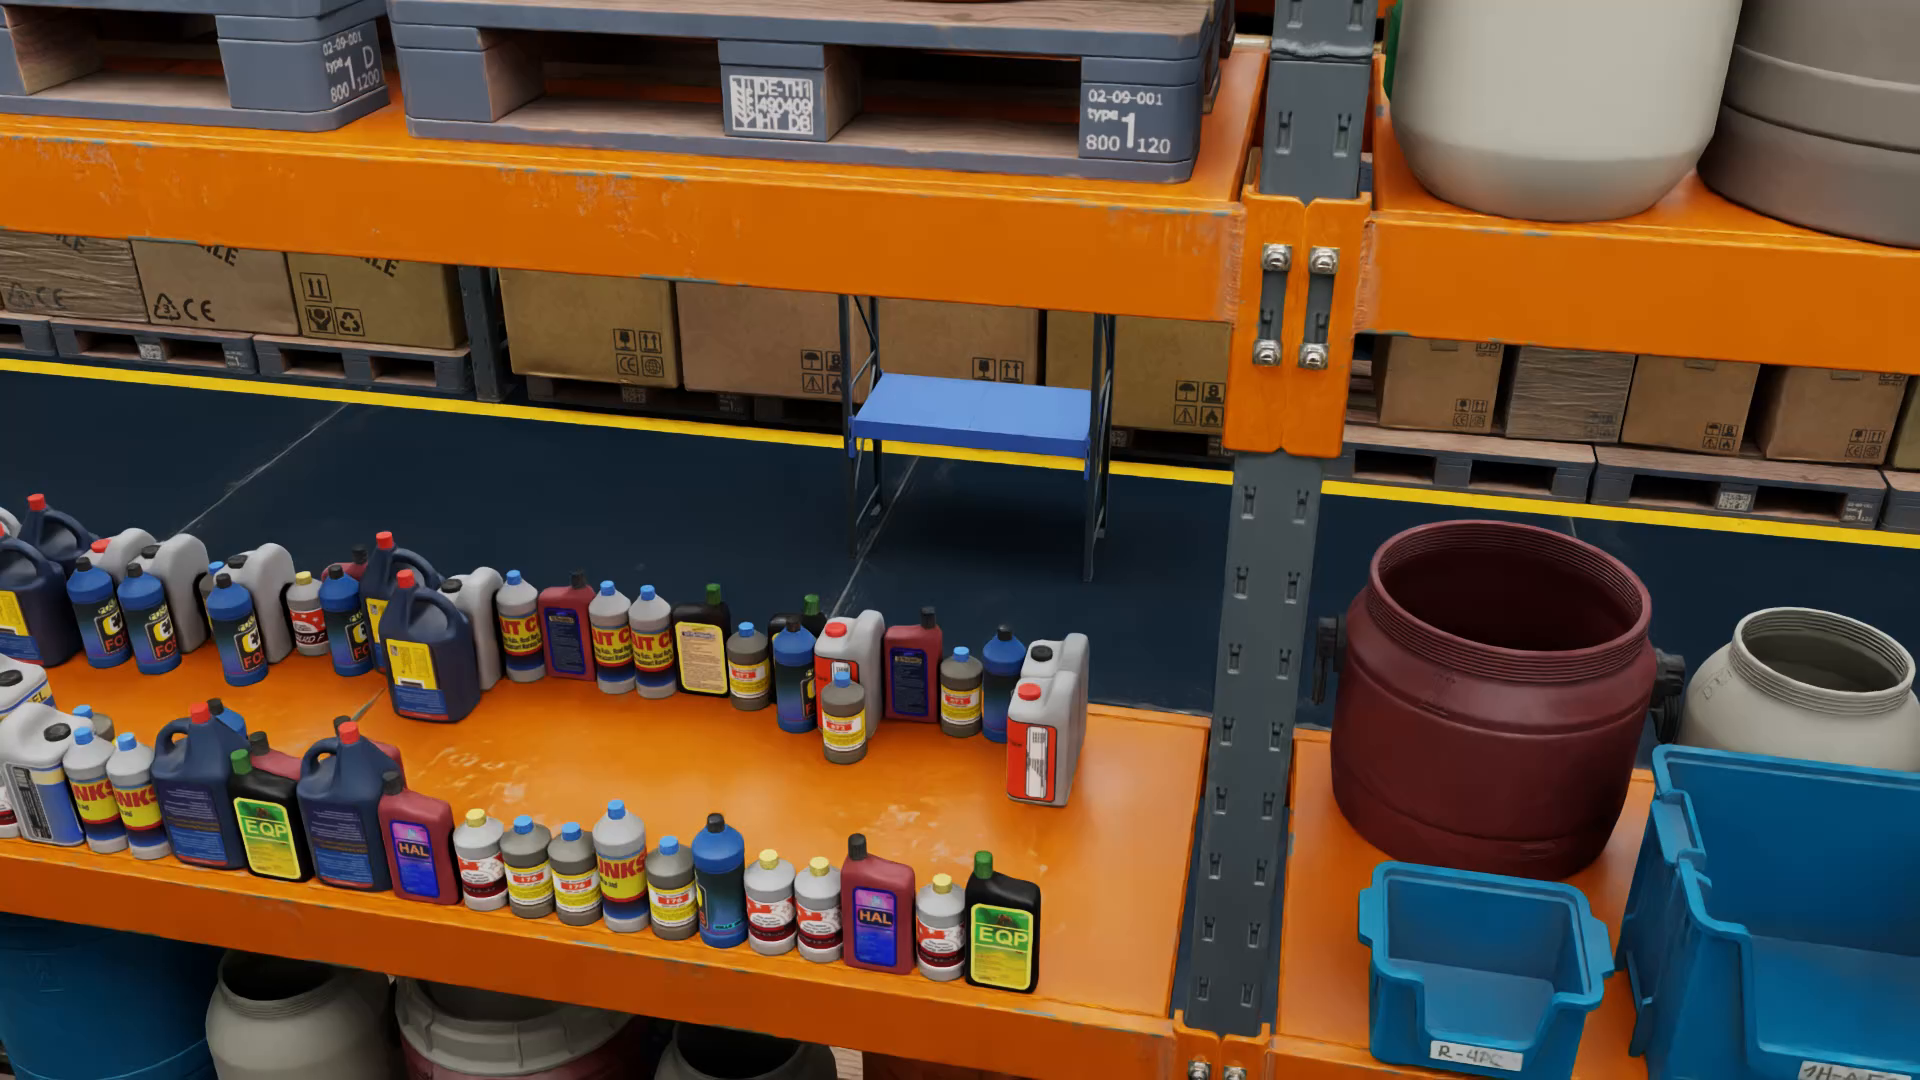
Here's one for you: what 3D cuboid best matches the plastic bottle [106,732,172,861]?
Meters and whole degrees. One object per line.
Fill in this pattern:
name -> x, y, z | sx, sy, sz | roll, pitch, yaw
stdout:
plastic bottle -> -1.642, 0.506, 3.336 | 0.097, 0.271, 0.097 | 0, 29, 0

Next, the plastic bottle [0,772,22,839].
plastic bottle -> -1.964, 0.504, 3.413 | 0.097, 0.201, 0.097 | 0, 29, 0

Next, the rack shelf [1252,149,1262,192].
rack shelf -> -0.360, -1.736, 8.046 | 4.000, 0.370, 1.077 | 6, 29, 11

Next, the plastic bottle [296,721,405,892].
plastic bottle -> -1.188, 0.506, 3.253 | 0.185, 0.351, 0.144 | 6, 29, 11

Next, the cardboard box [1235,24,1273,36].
cardboard box -> 2.007, -3.532, 11.963 | 0.500, 0.250, 0.500 | 5, 29, 9

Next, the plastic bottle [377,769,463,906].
plastic bottle -> -1.041, 0.571, 3.204 | 0.133, 0.283, 0.061 | 6, 29, 11

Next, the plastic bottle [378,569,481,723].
plastic bottle -> -1.206, 0.230, 3.758 | 0.185, 0.351, 0.144 | 6, 29, 11

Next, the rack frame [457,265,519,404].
rack frame -> -2.316, -2.252, 8.240 | 0.127, 3.000, 1.000 | 6, 29, 11

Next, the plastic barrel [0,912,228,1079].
plastic barrel -> -2.129, 0.944, 4.150 | 0.708, 0.901, 0.600 | 6, 29, 11

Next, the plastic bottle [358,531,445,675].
plastic bottle -> -1.306, 0.145, 3.914 | 0.185, 0.351, 0.144 | 6, 29, 11

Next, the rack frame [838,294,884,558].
rack frame -> -0.414, -0.700, 6.967 | 0.032, 1.500, 0.500 | 6, 29, 11

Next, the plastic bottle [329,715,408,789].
plastic bottle -> -1.192, 0.485, 3.362 | 0.133, 0.283, 0.061 | 6, 29, 11

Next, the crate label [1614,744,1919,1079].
crate label -> 1.477, 0.686, 2.836 | 0.616, 0.435, 0.502 | 6, 29, 11

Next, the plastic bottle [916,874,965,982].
plastic bottle -> -0.032, 0.702, 3.051 | 0.097, 0.201, 0.097 | 0, 29, 0

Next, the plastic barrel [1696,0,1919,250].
plastic barrel -> 1.319, -0.876, 2.081 | 0.600, 0.901, 0.600 | 0, 29, 0

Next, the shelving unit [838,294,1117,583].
shelving unit -> 0.083, -0.649, 6.874 | 1.048, 1.500, 0.538 | 6, 29, 11

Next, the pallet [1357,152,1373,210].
pallet -> 2.315, -1.745, 7.514 | 1.003, 0.211, 1.213 | 6, 29, 11

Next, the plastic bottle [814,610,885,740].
plastic bottle -> -0.247, 0.288, 3.730 | 0.135, 0.276, 0.152 | 6, 29, 11

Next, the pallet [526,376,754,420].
pallet -> -1.546, -0.987, 8.833 | 1.213, 0.211, 1.003 | 6, 29, 11

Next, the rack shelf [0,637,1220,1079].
rack shelf -> -1.394, 0.590, 3.798 | 4.000, 0.370, 1.077 | 6, 29, 11

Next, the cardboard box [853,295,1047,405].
cardboard box -> 0.055, -1.275, 8.231 | 0.875, 0.875, 1.225 | 6, 29, 11

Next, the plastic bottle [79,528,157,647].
plastic bottle -> -2.047, 0.103, 4.067 | 0.135, 0.276, 0.152 | 6, 29, 11

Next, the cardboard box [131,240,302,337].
cardboard box -> -3.825, -1.698, 9.004 | 0.875, 0.875, 0.875 | 6, 29, 11

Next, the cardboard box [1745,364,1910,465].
cardboard box -> 3.902, -0.731, 7.606 | 0.500, 0.500, 0.700 | 3, 29, 6

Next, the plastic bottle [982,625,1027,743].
plastic bottle -> 0.098, 0.312, 3.691 | 0.097, 0.271, 0.097 | 0, 29, 0

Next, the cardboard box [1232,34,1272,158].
cardboard box -> 1.177, -2.071, 7.806 | 0.500, 0.500, 0.500 | 7, 29, 12

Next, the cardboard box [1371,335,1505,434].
cardboard box -> 2.255, -0.890, 7.896 | 0.500, 0.500, 0.700 | 4, 29, 8

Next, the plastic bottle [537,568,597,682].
plastic bottle -> -0.915, 0.194, 3.894 | 0.133, 0.283, 0.061 | 6, 29, 11

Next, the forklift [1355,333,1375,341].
forklift -> 3.607, -2.661, 9.059 | 3.031, 2.935, 1.130 | -21, 35, -33

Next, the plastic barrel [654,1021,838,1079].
plastic barrel -> -0.491, 1.326, 3.857 | 0.421, 0.512, 0.421 | 0, 29, 0

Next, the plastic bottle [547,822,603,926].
plastic bottle -> -0.734, 0.630, 3.183 | 0.097, 0.201, 0.097 | 0, 29, 0

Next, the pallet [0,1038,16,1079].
pallet -> -2.604, 1.394, 4.484 | 1.213, 0.211, 1.003 | 6, 29, 11

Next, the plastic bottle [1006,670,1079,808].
plastic bottle -> 0.174, 0.406, 3.514 | 0.135, 0.276, 0.152 | 6, 29, 11

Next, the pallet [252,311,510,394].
pallet -> -3.043, -1.142, 9.116 | 1.213, 0.211, 1.003 | 6, 29, 11

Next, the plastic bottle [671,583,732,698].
plastic bottle -> -0.594, 0.227, 3.834 | 0.133, 0.283, 0.061 | 6, 29, 11

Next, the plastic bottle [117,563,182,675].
plastic bottle -> -1.923, 0.179, 3.933 | 0.097, 0.271, 0.097 | 0, 29, 0

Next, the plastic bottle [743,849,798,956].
plastic bottle -> -0.353, 0.669, 3.111 | 0.097, 0.201, 0.097 | 0, 29, 0

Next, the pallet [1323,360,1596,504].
pallet -> 2.360, -0.549, 8.032 | 1.213, 0.211, 1.003 | 6, 29, 11

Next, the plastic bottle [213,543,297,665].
plastic bottle -> -1.688, 0.140, 4.000 | 0.135, 0.276, 0.152 | 6, 29, 11

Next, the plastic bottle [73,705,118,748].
plastic bottle -> -1.837, 0.442, 3.526 | 0.097, 0.201, 0.097 | 0, 29, 0

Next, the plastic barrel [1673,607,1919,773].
plastic barrel -> 1.612, 0.429, 3.226 | 0.421, 0.512, 0.421 | 0, 29, 0
